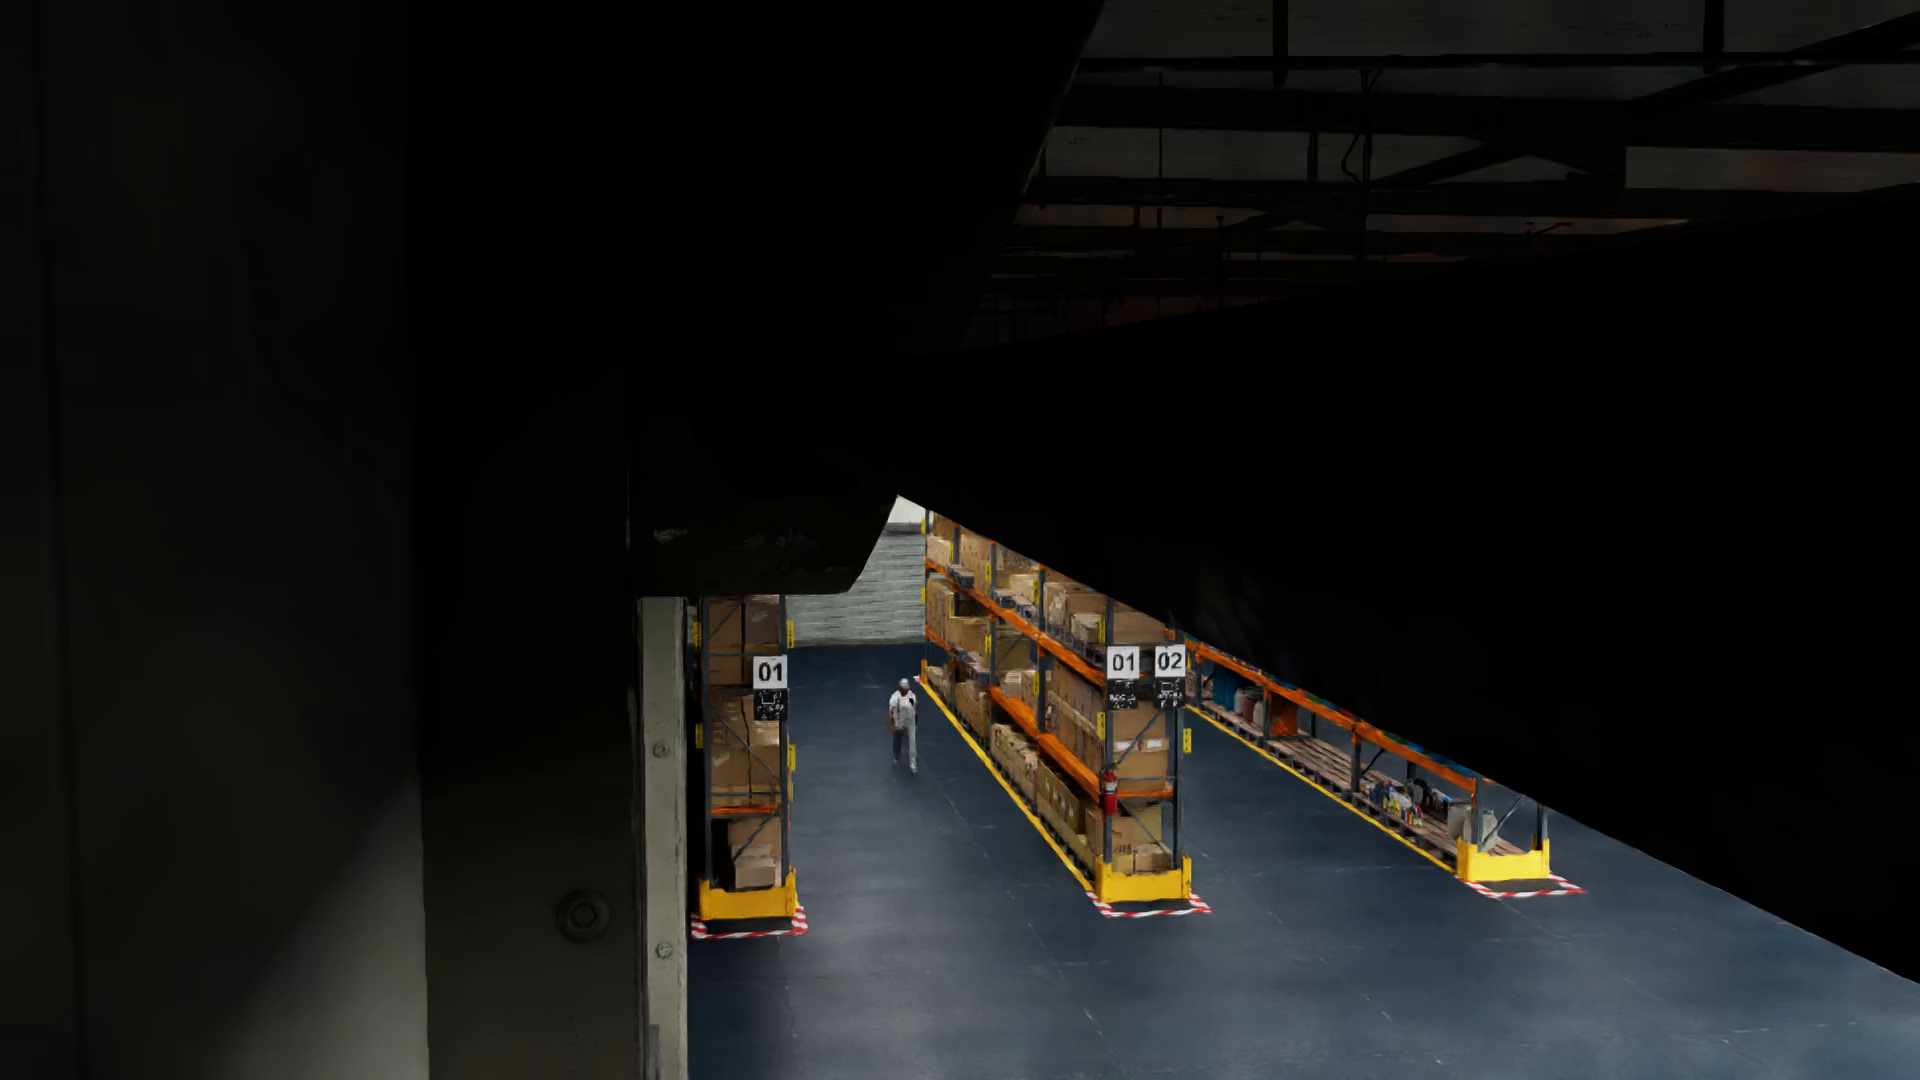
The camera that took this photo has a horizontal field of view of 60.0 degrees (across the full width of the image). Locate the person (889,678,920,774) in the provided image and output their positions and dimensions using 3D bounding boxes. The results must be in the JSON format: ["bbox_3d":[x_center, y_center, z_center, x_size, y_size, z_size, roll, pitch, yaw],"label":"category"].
[{"bbox_3d":[-0.944,3.079,27.842,0.497,1.583,1.090,-1,5,-7],"label":"person"}]
